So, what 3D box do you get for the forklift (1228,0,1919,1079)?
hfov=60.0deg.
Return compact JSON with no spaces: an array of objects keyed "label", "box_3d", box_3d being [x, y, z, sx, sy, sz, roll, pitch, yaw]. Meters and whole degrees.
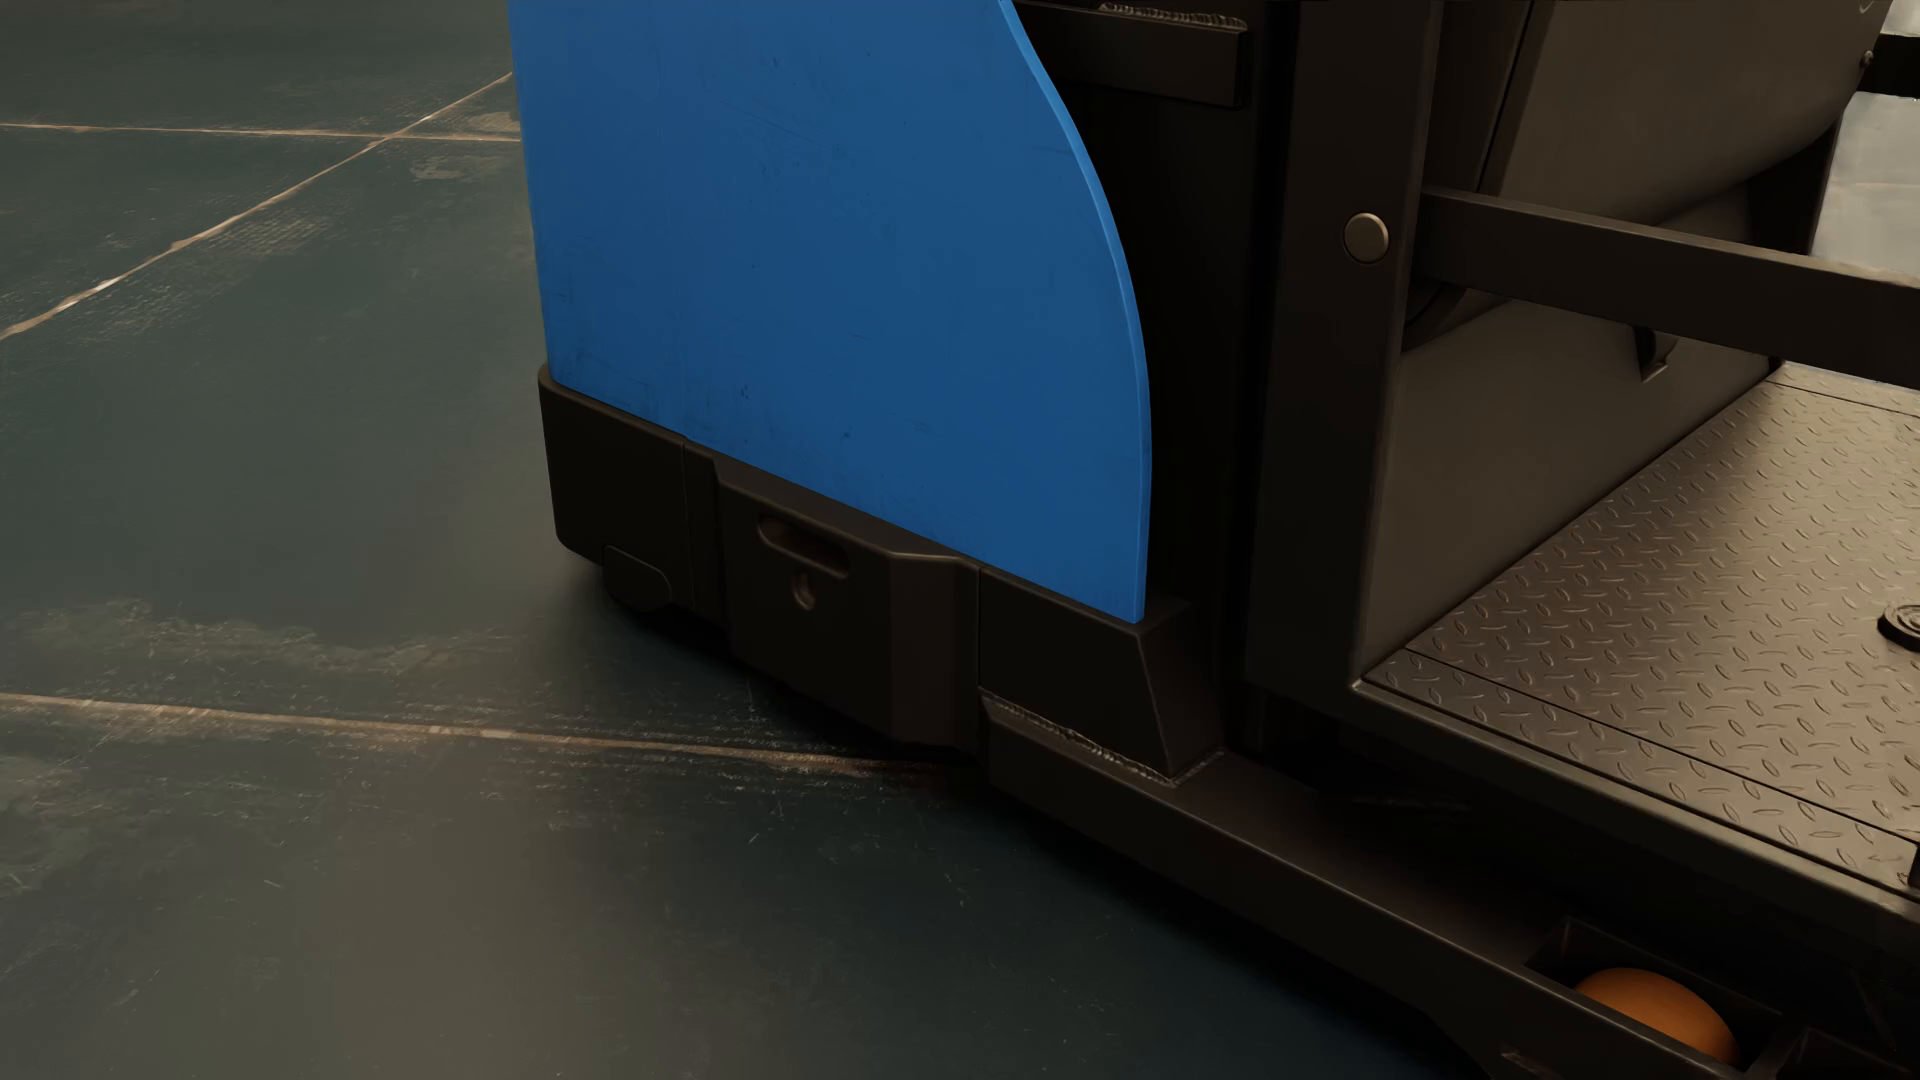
[{"label":"forklift","box_3d":[0.848,-0.978,1.178,3.031,2.935,1.121,22,34,37]}]
